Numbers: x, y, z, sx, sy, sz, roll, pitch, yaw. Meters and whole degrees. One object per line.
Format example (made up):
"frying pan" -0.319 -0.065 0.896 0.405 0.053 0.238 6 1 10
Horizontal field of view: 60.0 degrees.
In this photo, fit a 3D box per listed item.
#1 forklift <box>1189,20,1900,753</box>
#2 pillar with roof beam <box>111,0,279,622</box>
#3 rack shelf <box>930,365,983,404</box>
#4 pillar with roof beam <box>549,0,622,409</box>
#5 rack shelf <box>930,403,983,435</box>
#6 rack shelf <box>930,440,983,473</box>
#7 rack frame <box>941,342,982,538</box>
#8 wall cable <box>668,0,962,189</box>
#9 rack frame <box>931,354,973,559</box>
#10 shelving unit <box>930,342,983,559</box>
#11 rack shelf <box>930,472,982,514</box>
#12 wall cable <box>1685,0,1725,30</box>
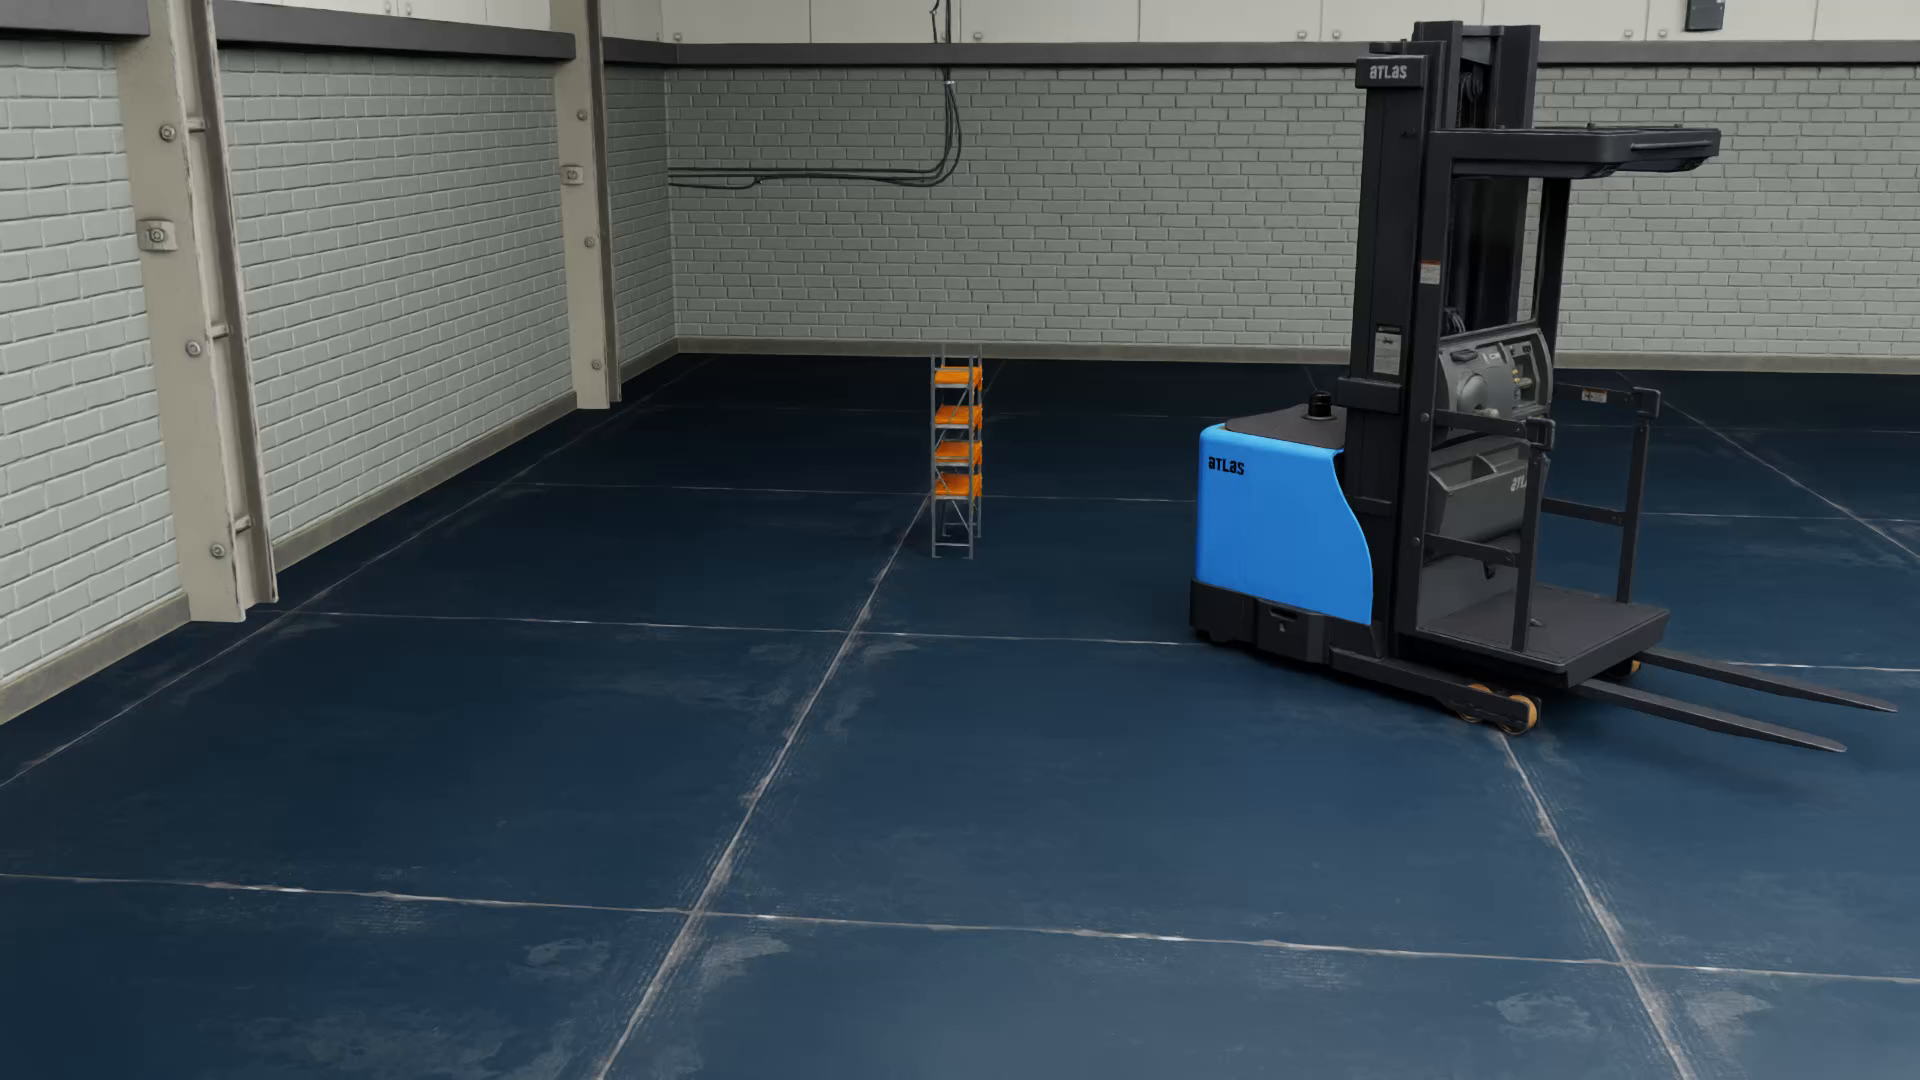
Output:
"forklift" 2.538 -0.737 7.273 1.130 2.935 3.031 -14 21 -42
"pillar with roof beam" 0.432 -3.848 7.151 9.100 9.000 0.400 2 15 6
"rack shelf" -0.019 -0.916 9.744 0.258 0.148 0.480 2 15 6
"pillar with roof beam" 1.109 -5.404 12.906 9.100 9.000 0.400 2 15 6
"rack shelf" -0.019 -0.687 9.806 0.258 0.148 0.480 2 15 6
"rack shelf" -0.019 -0.471 9.864 0.258 0.148 0.480 2 15 6
"rack frame" 0.009 -0.600 10.081 0.240 1.200 0.015 2 15 6
"wall cable" -1.522 -4.757 16.462 3.097 2.526 0.112 2 15 6
"rack frame" -0.046 -0.473 9.613 0.240 1.200 0.015 2 15 6
"shelving unit" -0.019 -0.536 9.847 0.258 1.200 0.503 2 15 6
"rack shelf" -0.019 -0.280 9.916 0.258 0.148 0.480 2 15 6
"wall cable" 7.909 -7.614 14.564 2.305 6.003 0.169 2 15 6
